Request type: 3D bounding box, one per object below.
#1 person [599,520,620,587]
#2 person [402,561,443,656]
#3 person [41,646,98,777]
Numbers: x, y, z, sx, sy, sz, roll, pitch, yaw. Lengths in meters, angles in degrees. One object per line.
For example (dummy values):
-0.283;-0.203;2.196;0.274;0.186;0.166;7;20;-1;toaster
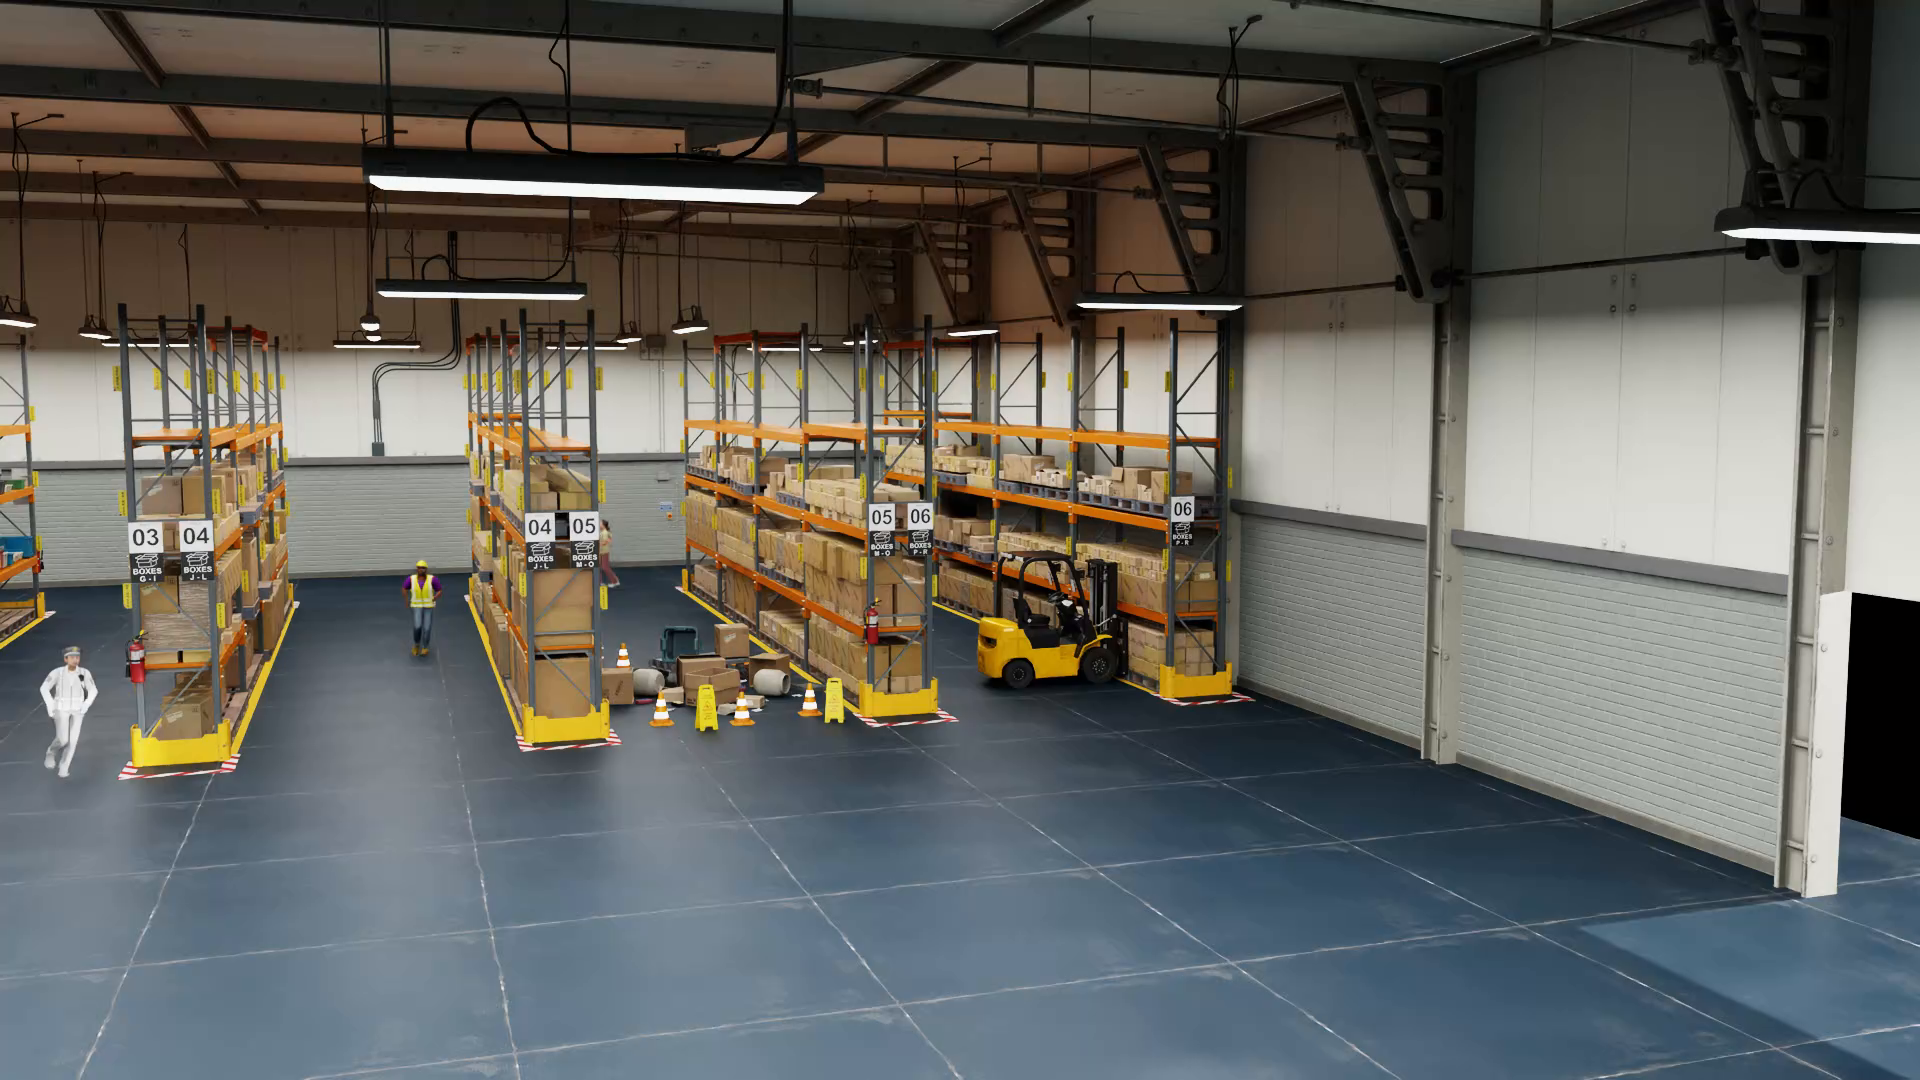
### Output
-8.588;0.365;40.184;0.688;1.726;0.561;-2;6;-21;person
-9.818;1.248;30.411;0.690;1.750;0.672;-2;6;-21;person
-11.365;2.190;21.268;0.626;1.679;0.525;-5;7;-40;person
